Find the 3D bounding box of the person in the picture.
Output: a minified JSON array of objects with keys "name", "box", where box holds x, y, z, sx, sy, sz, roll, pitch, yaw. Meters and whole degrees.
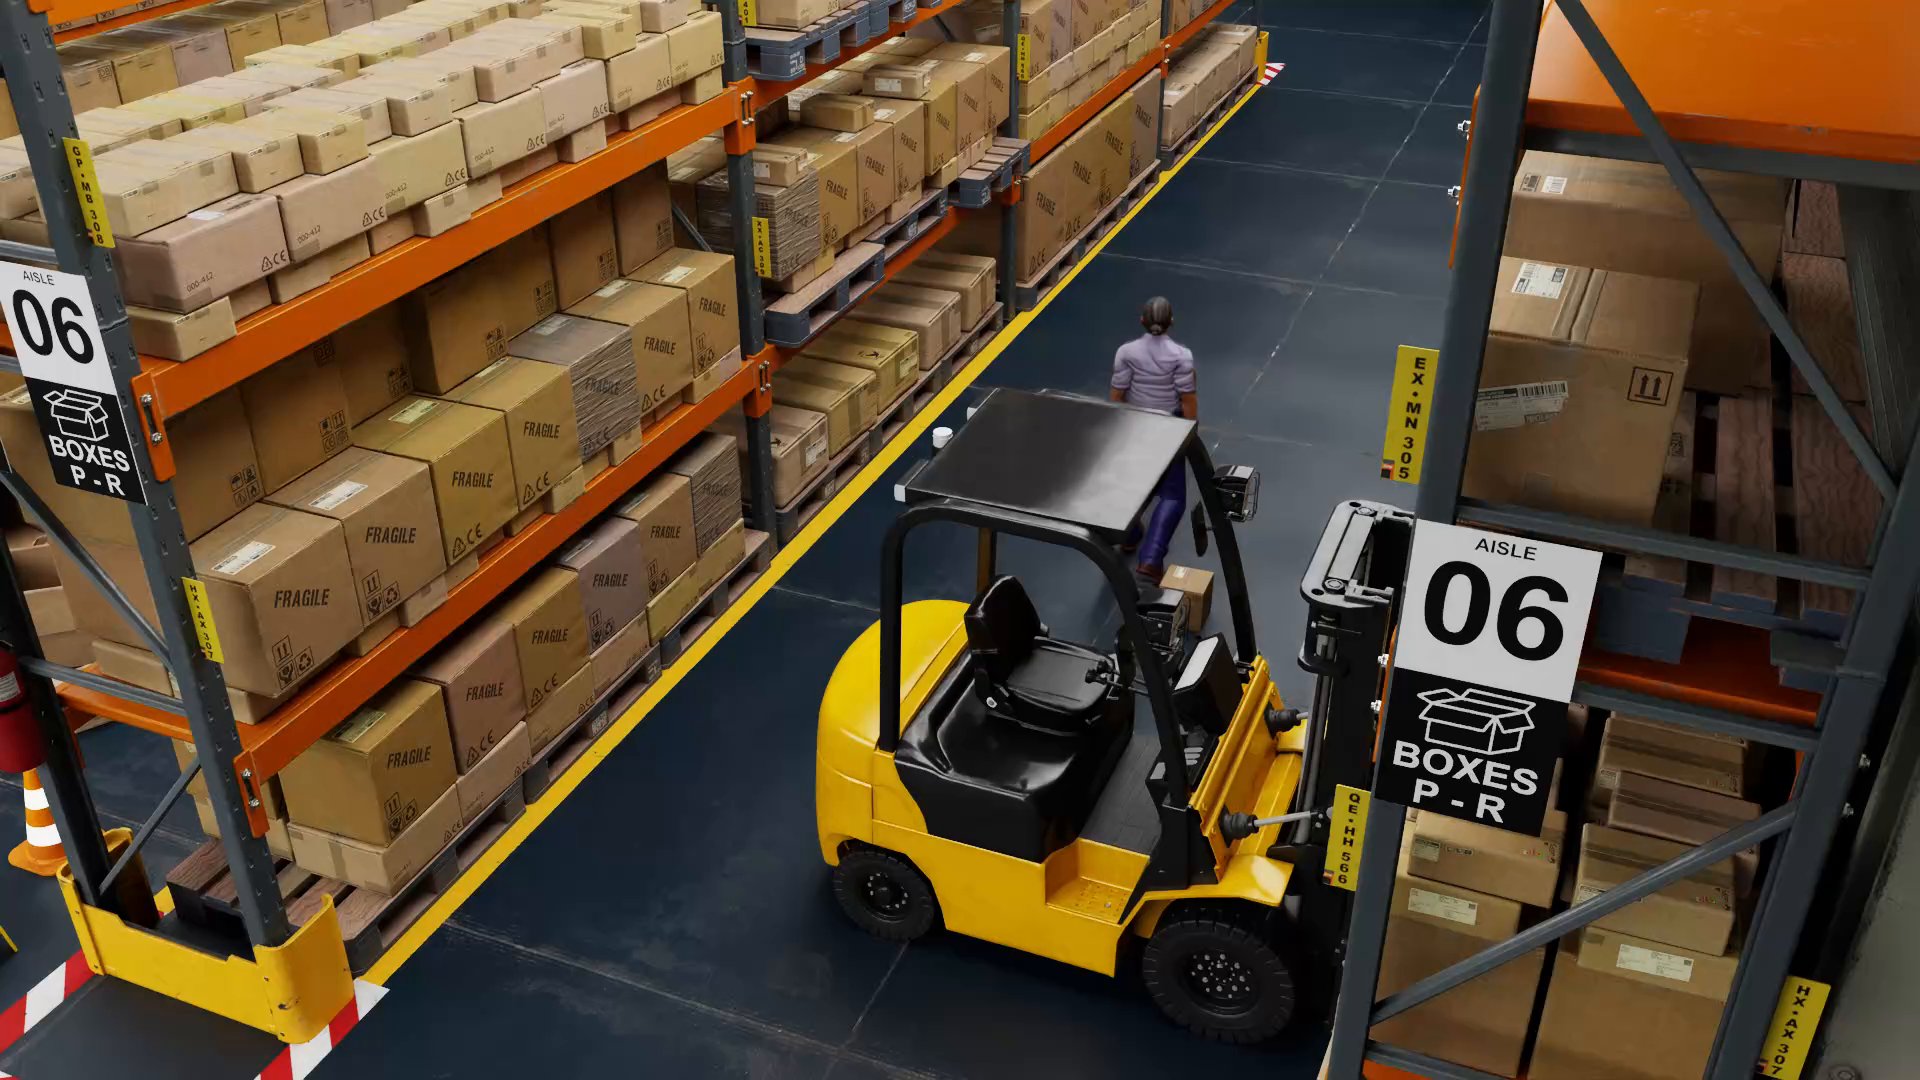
[{"name":"person","box":[1.087,-0.553,9.349,0.552,1.625,0.844,11,32,19]}]
